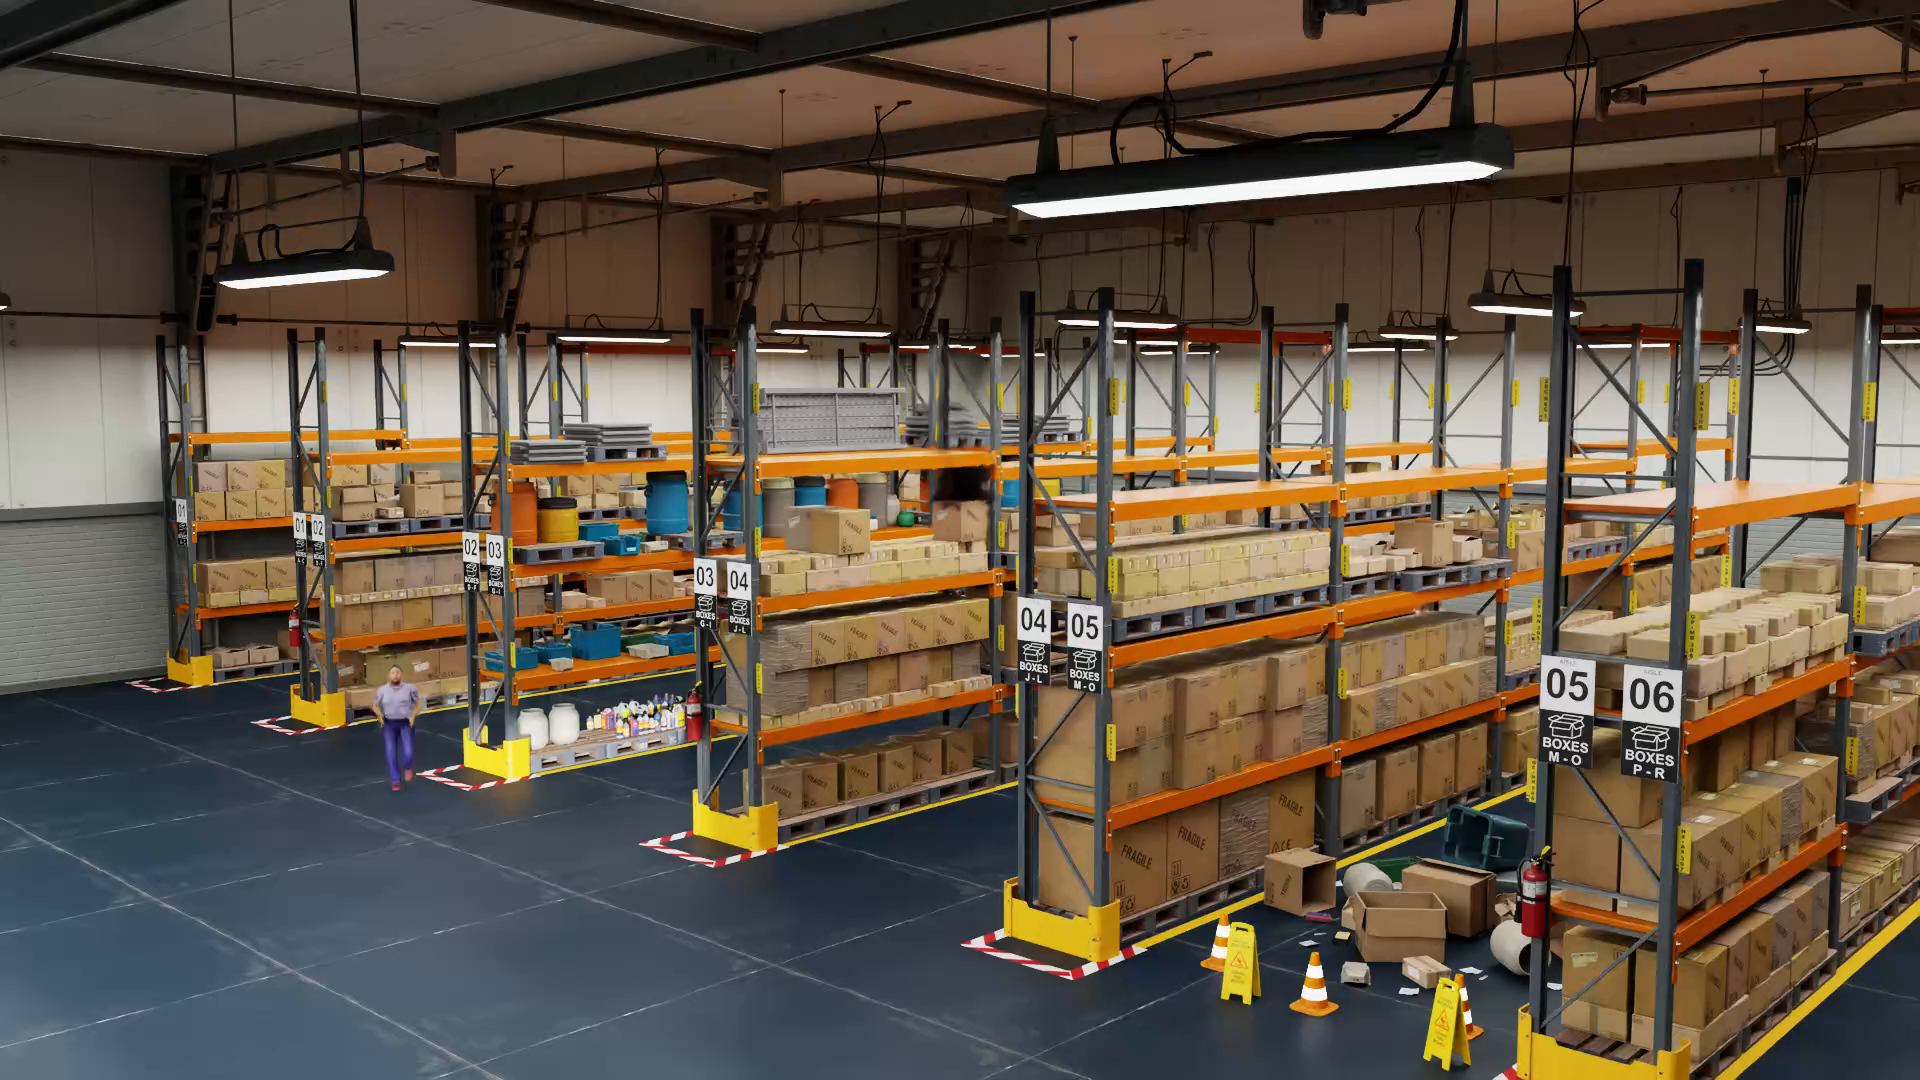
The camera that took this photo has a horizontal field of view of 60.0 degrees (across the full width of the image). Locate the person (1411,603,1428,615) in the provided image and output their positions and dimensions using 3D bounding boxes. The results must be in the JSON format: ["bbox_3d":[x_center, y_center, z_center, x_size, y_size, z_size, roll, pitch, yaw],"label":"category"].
[{"bbox_3d":[7.627,1.727,27.368,0.655,1.774,0.845,5,7,43],"label":"person"}]

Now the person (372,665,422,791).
[{"bbox_3d":[-7.160,2.383,21.165,0.603,1.597,0.569,-2,6,-17],"label":"person"}]
